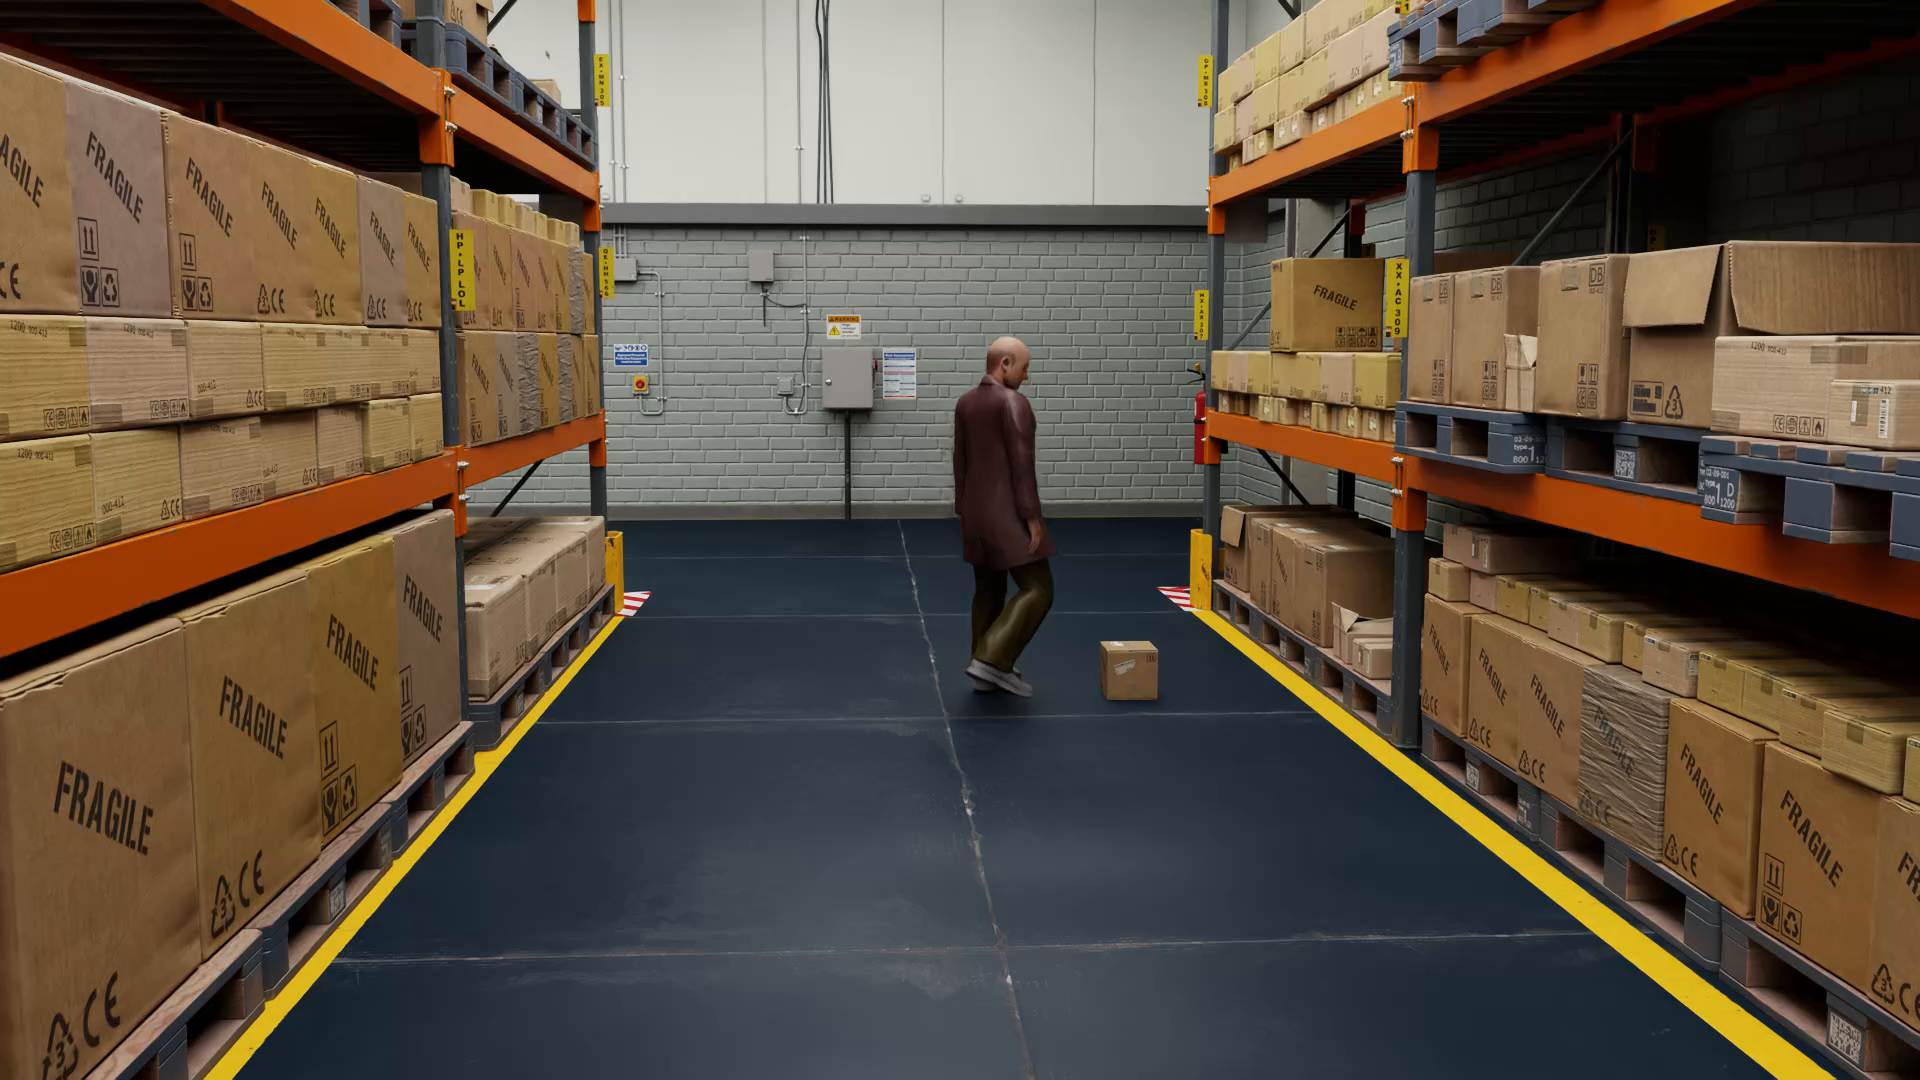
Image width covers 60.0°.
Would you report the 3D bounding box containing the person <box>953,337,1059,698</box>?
[{"bbox_3d":[0.182,-0.103,8.140,0.658,1.771,0.682,-5,8,-36],"label":"person"}]
